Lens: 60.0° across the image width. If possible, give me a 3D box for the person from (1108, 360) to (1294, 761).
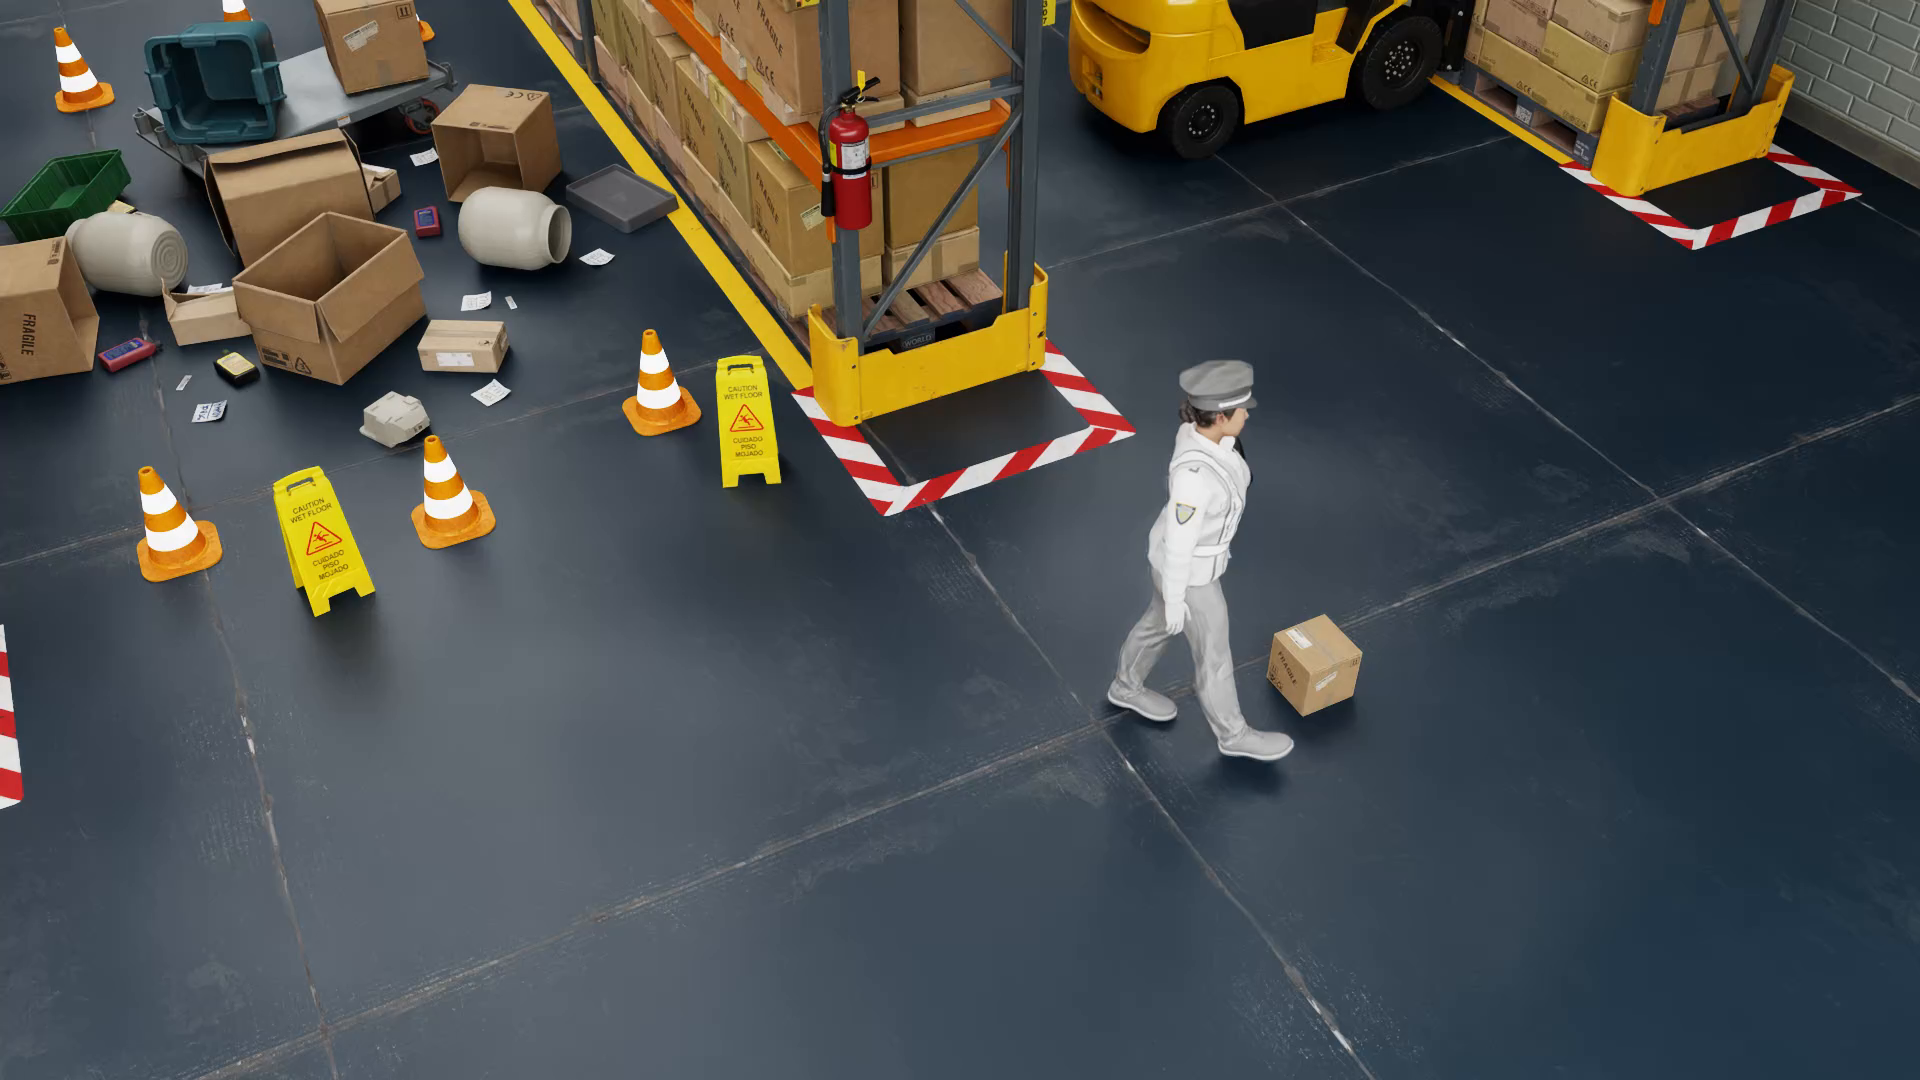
[{"bbox_3d":[0.945,0.095,6.030,0.732,1.646,0.511,8,42,8],"label":"person"}]
